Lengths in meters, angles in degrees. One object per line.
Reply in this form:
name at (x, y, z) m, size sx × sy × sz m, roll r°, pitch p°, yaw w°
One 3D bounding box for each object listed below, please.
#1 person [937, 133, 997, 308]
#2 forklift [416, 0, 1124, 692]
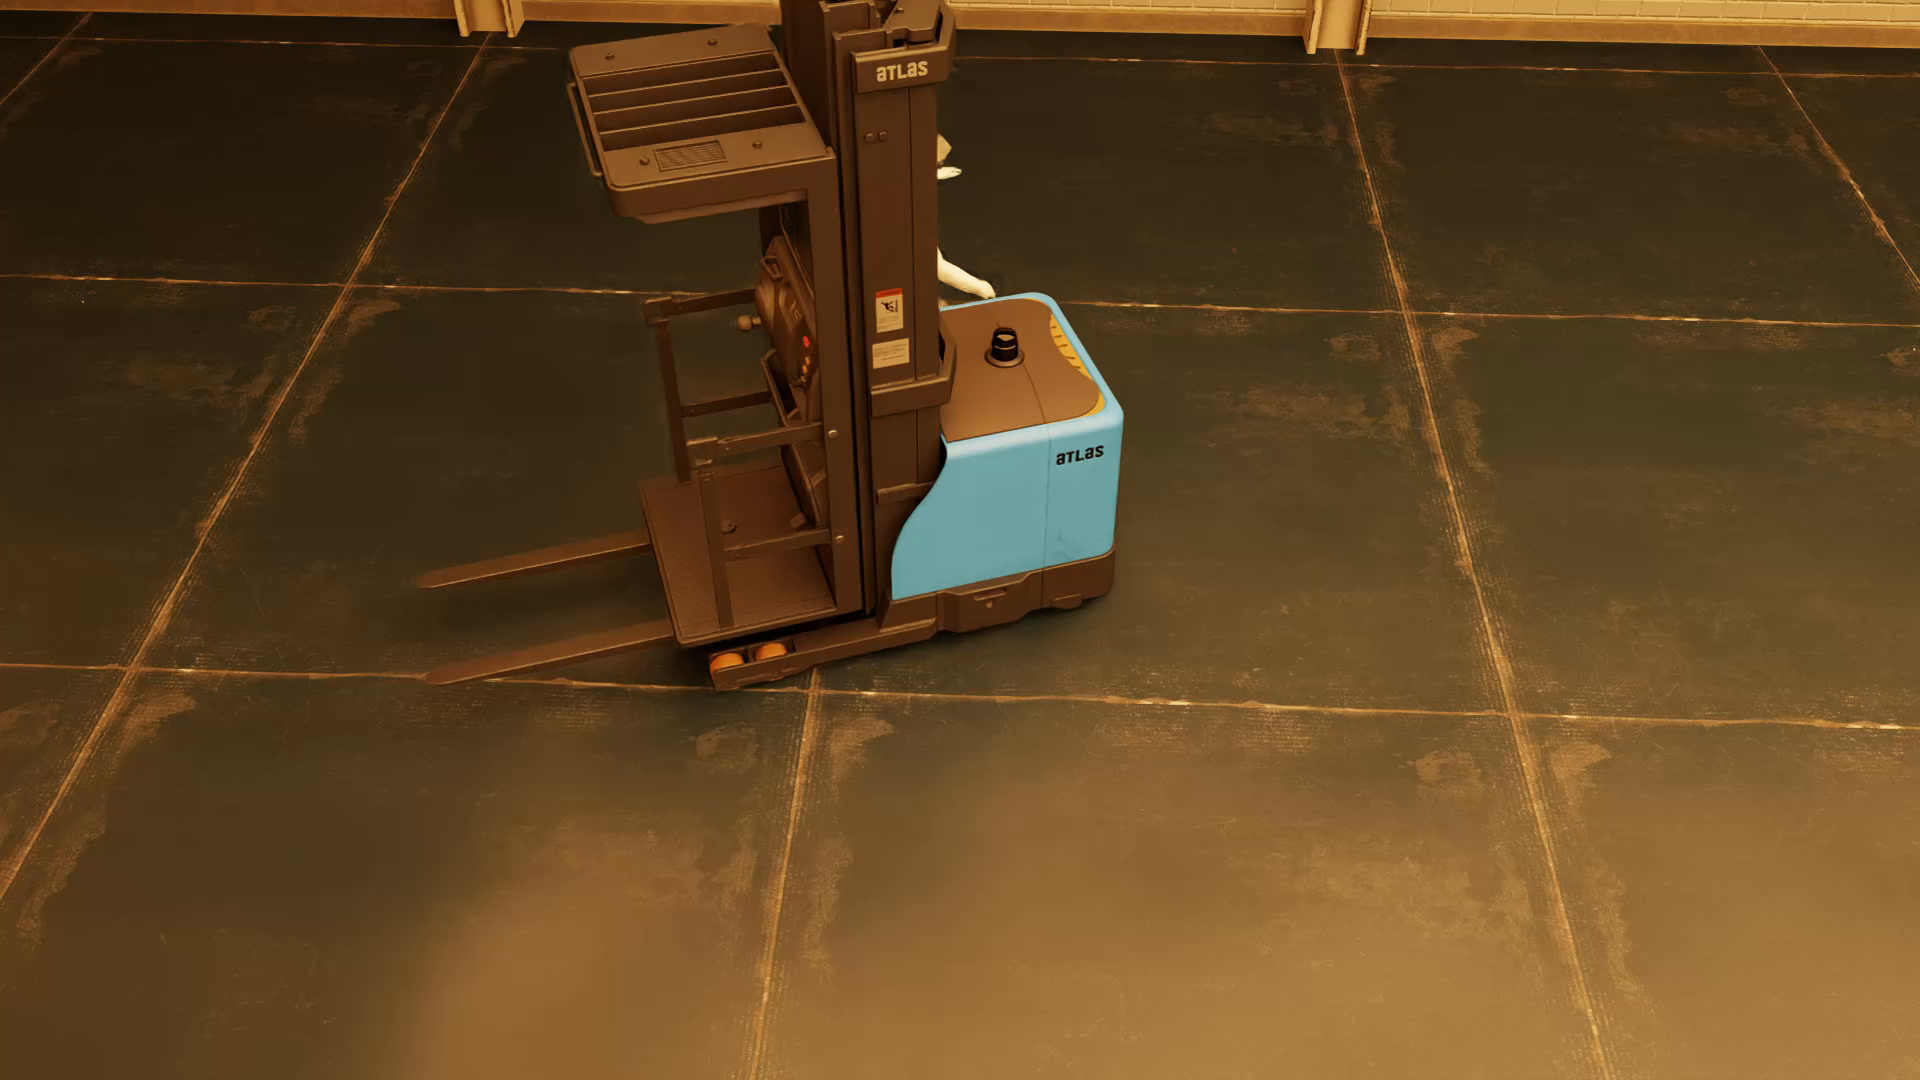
person at (-0.076, -1.269, 8.281) m, size 0.848 × 1.423 × 1.202 m, roll -23°, pitch 47°, yaw -23°
forklift at (-0.876, -0.832, 6.653) m, size 3.031 × 2.935 × 1.130 m, roll -12°, pitch 44°, yaw -13°
